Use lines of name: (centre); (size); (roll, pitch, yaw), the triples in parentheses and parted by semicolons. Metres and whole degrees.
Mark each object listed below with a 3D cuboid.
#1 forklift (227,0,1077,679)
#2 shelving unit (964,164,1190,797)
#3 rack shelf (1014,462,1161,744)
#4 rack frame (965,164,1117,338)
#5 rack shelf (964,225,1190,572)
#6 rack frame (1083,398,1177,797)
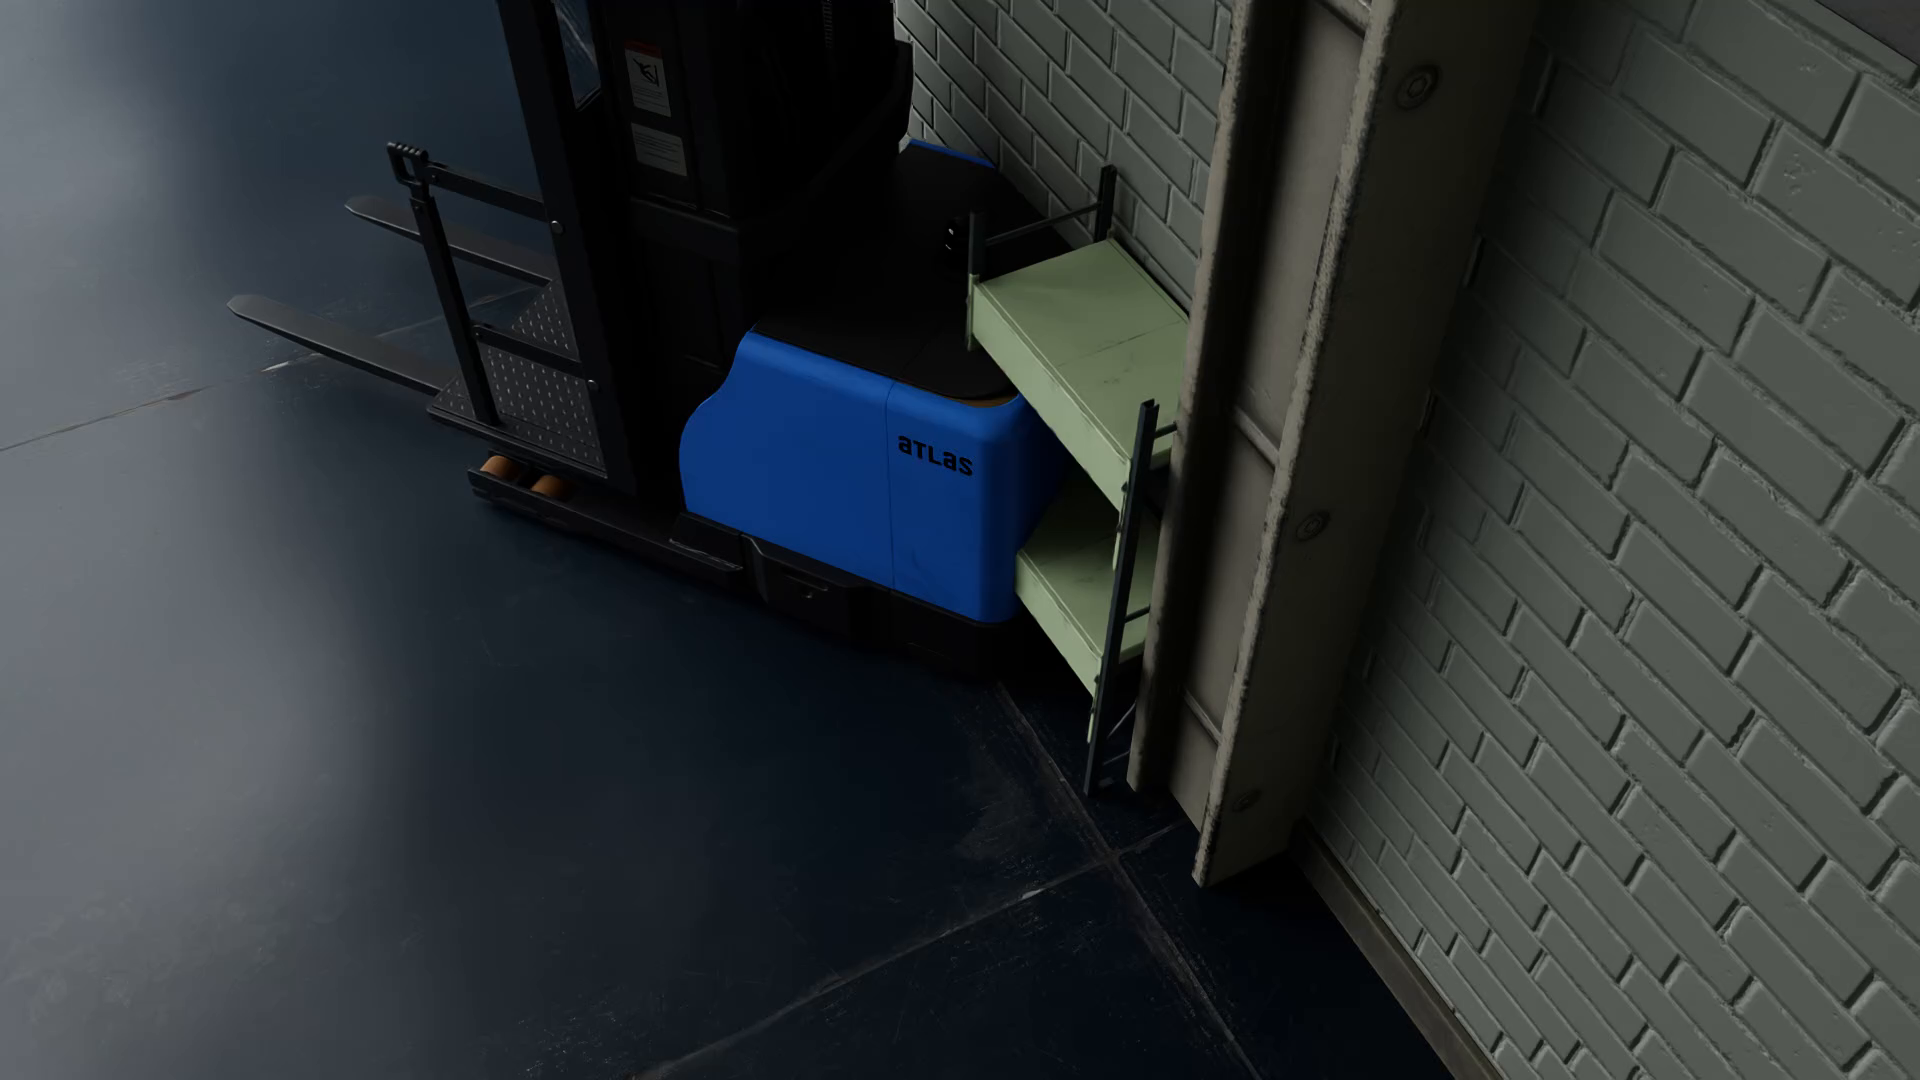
forklift: (-0.990, -1.343, 4.478); (3.031, 2.935, 1.130); (20, 52, 17)
shelving unit: (0.363, -0.101, 4.333); (0.431, 1.500, 0.755); (-22, 53, -20)
rack shelf: (0.355, 0.113, 4.579); (0.431, 0.370, 0.720); (-22, 53, -20)
rack frame: (0.184, -0.345, 4.540); (0.400, 1.500, 0.023); (-22, 53, -20)
rack shelf: (0.372, -0.358, 4.039); (0.431, 0.370, 0.720); (-22, 53, -20)
rack frame: (0.541, 0.142, 4.127); (0.400, 1.500, 0.023); (-22, 53, -20)
